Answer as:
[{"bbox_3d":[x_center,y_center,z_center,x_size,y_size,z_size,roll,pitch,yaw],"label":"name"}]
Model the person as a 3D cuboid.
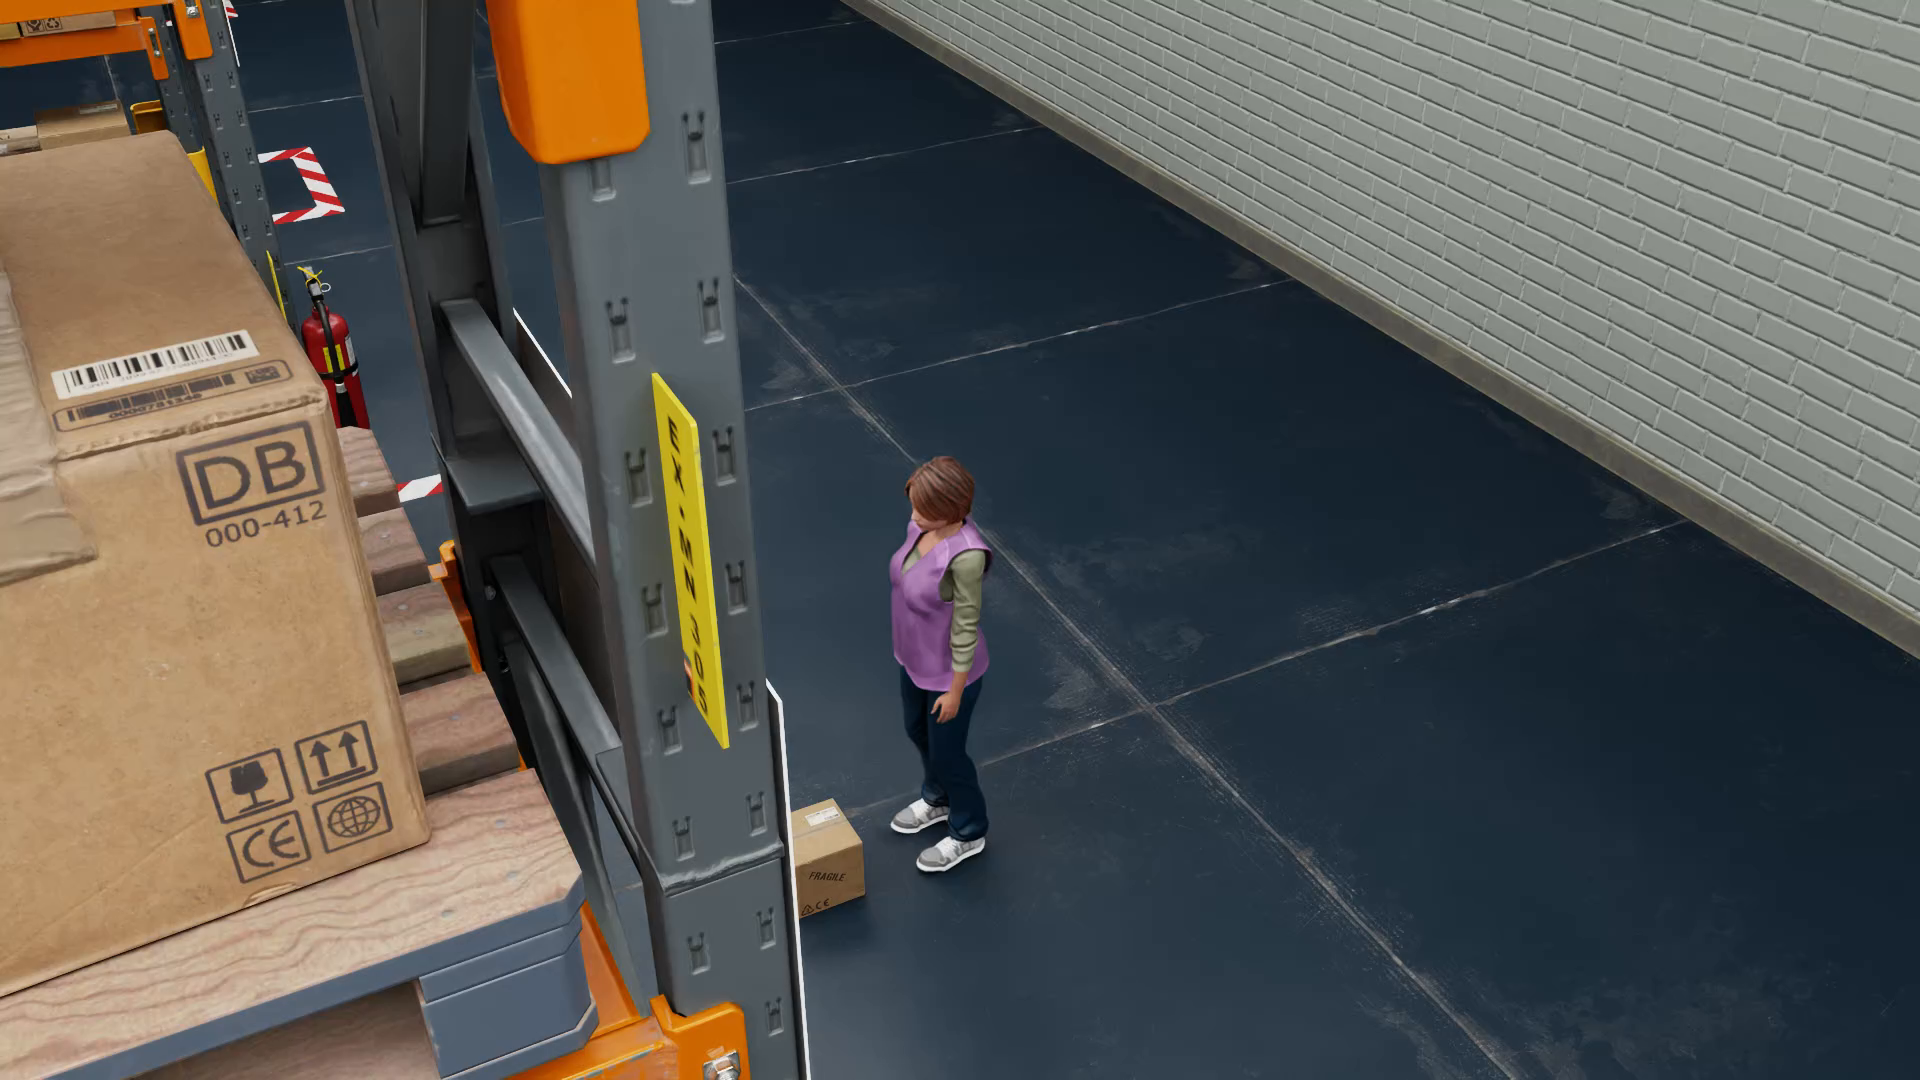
[{"bbox_3d":[-0.060,0.423,5.519,0.302,1.591,0.406,-15,36,-21],"label":"person"}]
